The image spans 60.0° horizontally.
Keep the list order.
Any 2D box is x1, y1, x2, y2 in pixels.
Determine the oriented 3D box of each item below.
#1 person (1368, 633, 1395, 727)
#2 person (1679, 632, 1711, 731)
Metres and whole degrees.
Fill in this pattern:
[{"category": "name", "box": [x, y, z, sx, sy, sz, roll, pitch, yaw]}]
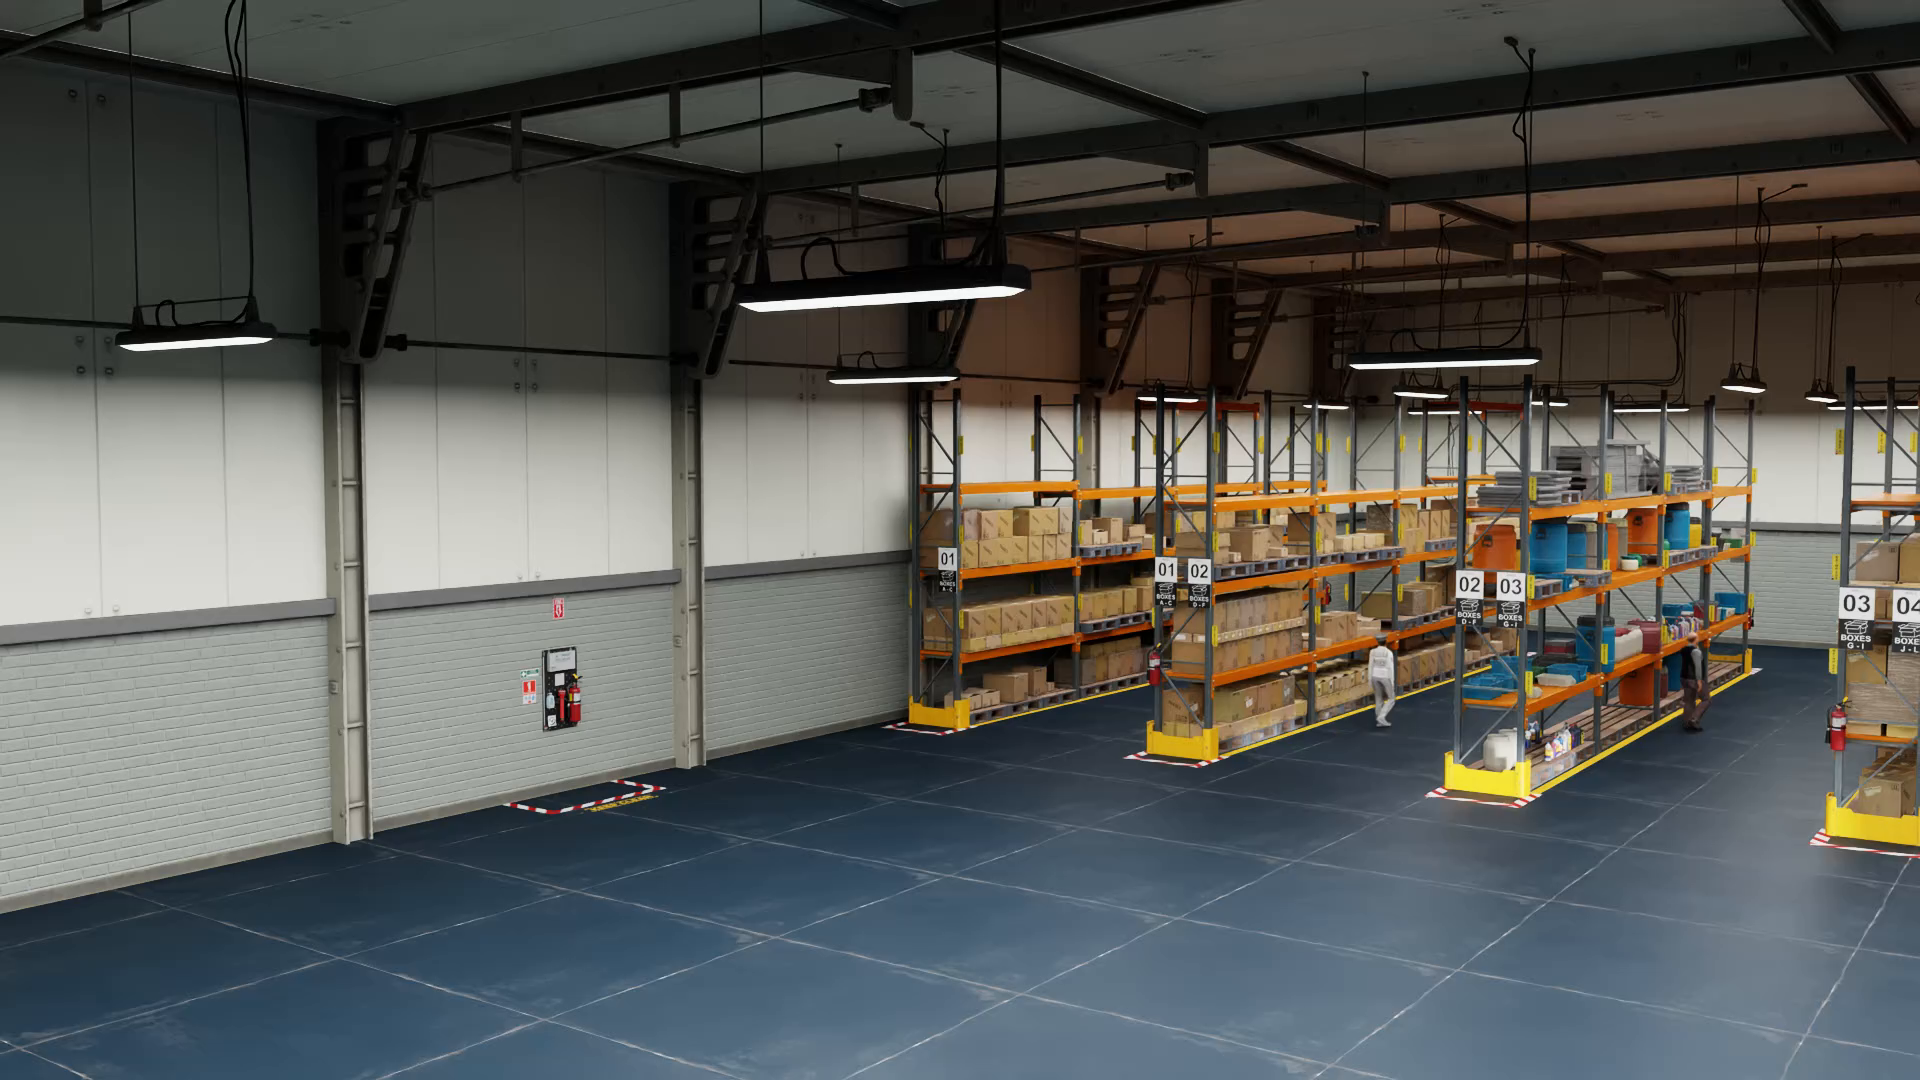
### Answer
[{"category": "person", "box": [7.467, 2.492, 29.517, 0.518, 1.670, 0.497, 3, 4, 41]}, {"category": "person", "box": [12.857, 2.474, 29.118, 0.410, 1.726, 0.620, -1, 3, -11]}]
